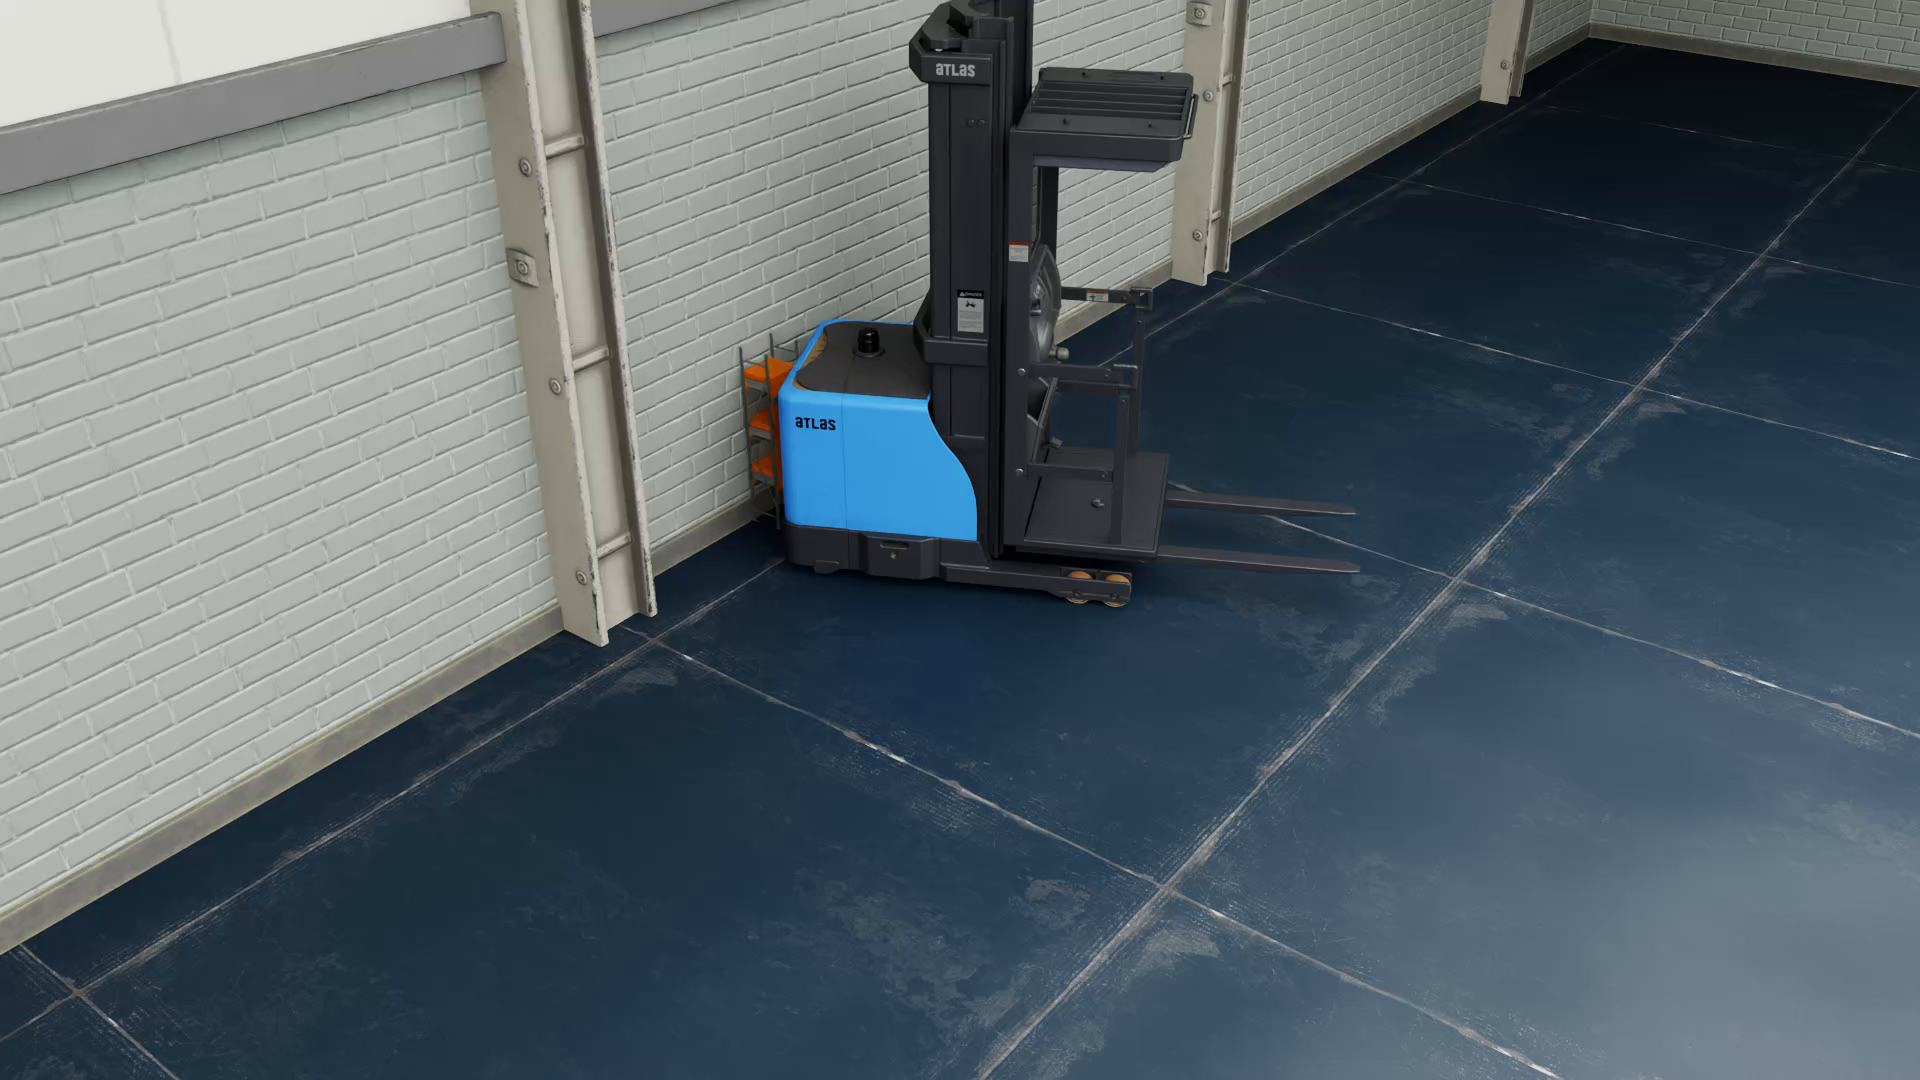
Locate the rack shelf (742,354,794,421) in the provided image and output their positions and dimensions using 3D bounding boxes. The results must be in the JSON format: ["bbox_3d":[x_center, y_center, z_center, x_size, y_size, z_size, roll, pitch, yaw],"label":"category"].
[{"bbox_3d":[-1.025,-0.833,9.050,0.215,0.259,0.240,19,34,31],"label":"rack shelf"}]

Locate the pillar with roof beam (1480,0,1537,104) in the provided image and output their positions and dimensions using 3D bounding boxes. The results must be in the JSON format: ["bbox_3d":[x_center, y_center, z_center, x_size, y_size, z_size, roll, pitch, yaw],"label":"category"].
[{"bbox_3d":[8.872,-7.015,12.260,9.100,9.000,0.400,21,37,31],"label":"pillar with roof beam"}]

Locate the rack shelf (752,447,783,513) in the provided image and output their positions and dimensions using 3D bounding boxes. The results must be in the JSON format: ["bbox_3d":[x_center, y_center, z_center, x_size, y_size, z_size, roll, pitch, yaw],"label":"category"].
[{"bbox_3d":[-1.018,-0.341,9.320,0.215,0.259,0.240,19,34,31],"label":"rack shelf"}]

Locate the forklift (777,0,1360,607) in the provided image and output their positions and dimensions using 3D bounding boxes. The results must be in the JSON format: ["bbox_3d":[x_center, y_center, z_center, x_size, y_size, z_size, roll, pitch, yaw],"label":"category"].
[{"bbox_3d":[0.620,-1.206,8.410,3.031,2.935,1.130,5,31,8],"label":"forklift"}]

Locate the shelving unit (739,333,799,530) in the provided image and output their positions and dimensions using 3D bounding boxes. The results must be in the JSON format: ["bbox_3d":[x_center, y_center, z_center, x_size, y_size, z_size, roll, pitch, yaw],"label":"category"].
[{"bbox_3d":[-1.022,-0.594,9.181,0.215,1.050,0.252,19,34,31],"label":"shelving unit"}]

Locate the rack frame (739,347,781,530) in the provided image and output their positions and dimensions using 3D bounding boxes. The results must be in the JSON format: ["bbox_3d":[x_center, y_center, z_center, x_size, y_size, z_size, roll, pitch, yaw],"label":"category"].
[{"bbox_3d":[-1.093,-0.545,9.095,0.200,1.050,0.008,19,34,31],"label":"rack frame"}]

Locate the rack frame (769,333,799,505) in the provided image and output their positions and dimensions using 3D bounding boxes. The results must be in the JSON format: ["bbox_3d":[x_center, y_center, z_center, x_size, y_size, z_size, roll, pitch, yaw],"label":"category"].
[{"bbox_3d":[-0.950,-0.642,9.268,0.200,1.050,0.008,19,34,31],"label":"rack frame"}]

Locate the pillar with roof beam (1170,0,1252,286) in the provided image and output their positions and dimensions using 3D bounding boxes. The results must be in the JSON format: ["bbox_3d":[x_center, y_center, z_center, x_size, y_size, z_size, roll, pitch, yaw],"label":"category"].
[{"bbox_3d":[5.250,-4.576,8.145,9.100,9.000,0.400,21,37,31],"label":"pillar with roof beam"}]

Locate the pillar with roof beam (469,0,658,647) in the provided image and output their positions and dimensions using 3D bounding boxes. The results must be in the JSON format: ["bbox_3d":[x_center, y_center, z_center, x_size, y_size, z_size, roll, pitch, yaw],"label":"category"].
[{"bbox_3d":[1.628,-2.137,4.030,9.100,9.000,0.400,21,37,31],"label":"pillar with roof beam"}]

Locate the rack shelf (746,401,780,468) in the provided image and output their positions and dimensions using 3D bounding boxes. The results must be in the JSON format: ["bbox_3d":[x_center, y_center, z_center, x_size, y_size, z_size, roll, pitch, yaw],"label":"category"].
[{"bbox_3d":[-1.022,-0.584,9.186,0.215,0.259,0.240,19,34,31],"label":"rack shelf"}]
